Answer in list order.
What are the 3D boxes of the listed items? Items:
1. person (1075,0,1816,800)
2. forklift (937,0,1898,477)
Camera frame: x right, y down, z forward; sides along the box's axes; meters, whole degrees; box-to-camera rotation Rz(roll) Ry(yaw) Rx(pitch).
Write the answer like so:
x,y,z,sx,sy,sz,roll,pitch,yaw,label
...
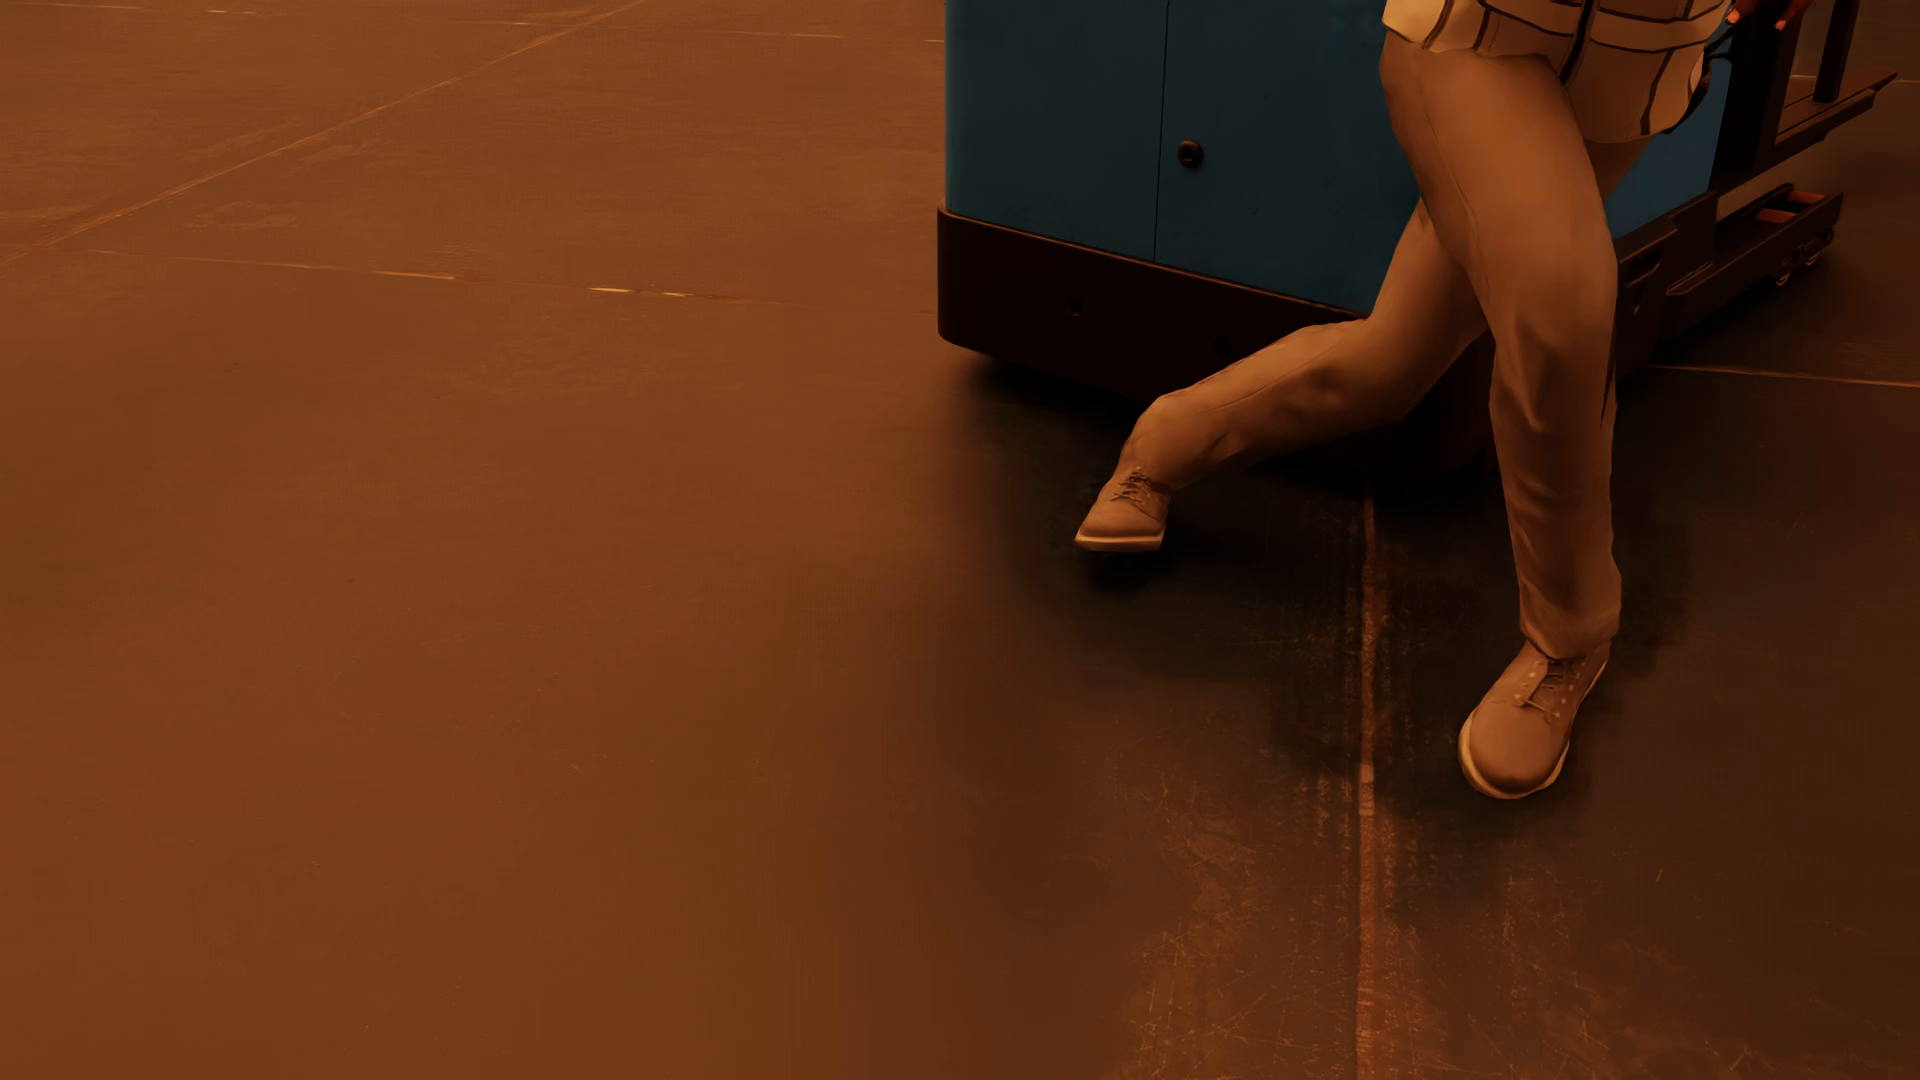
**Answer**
x,y,z,sx,sy,sz,roll,pitch,yaw,label
0.515,-0.454,1.827,0.886,1.453,0.987,2,27,4,person
1.311,-1.987,3.184,1.130,2.935,3.031,22,34,36,forklift
